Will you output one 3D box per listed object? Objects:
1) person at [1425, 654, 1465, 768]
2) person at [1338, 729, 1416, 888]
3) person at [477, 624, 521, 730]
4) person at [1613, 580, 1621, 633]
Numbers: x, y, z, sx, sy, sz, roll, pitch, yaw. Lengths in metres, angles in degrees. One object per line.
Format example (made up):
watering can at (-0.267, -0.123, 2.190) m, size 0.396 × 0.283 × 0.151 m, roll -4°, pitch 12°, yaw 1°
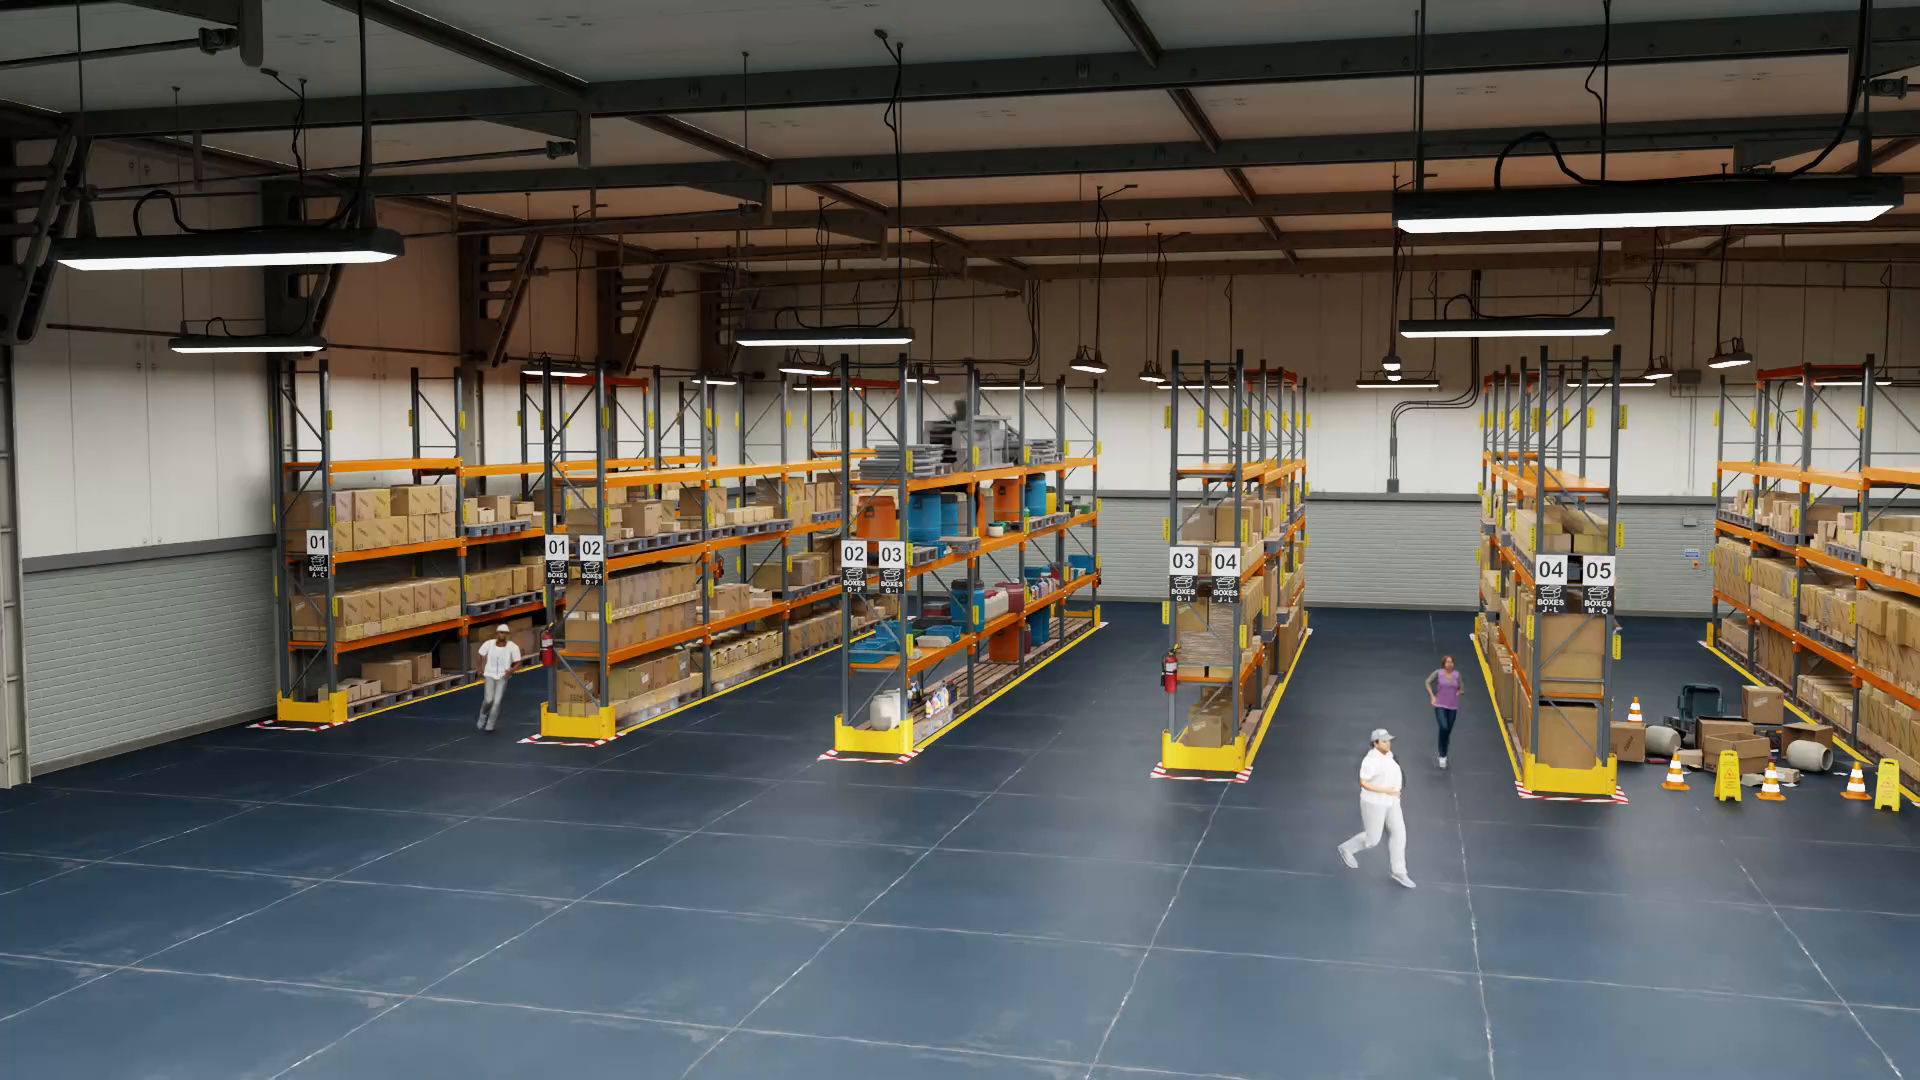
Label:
person at (7.060, 2.471, 24.160) m, size 0.519 × 1.644 × 0.722 m, roll 0°, pitch 4°, yaw -2°
person at (4.553, 2.880, 18.085) m, size 0.617 × 1.678 × 0.920 m, roll -3°, pitch 5°, yaw -40°
person at (-7.437, 2.214, 26.802) m, size 0.718 × 1.710 × 0.557 m, roll -1°, pitch 4°, yaw -15°
person at (14.806, 1.386, 38.319) m, size 0.884 × 1.685 × 0.569 m, roll 1°, pitch 4°, yaw 9°
